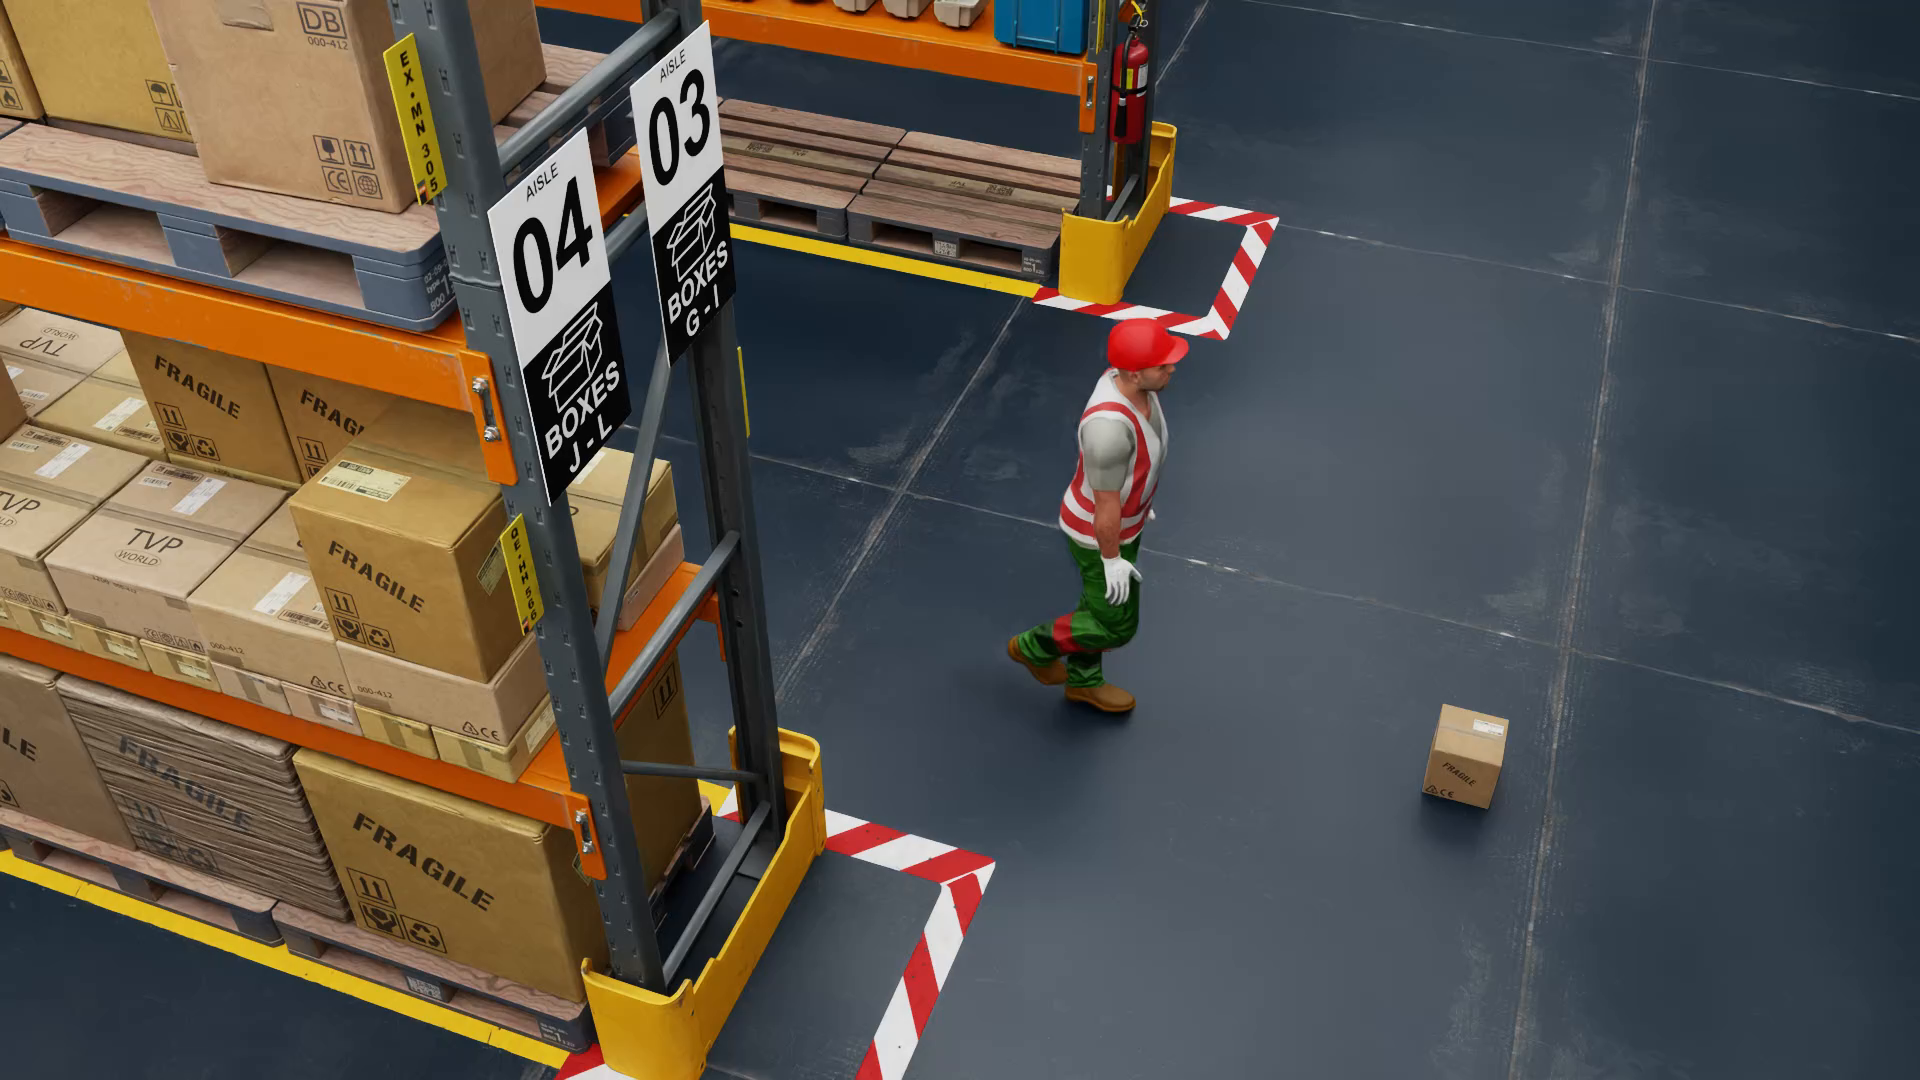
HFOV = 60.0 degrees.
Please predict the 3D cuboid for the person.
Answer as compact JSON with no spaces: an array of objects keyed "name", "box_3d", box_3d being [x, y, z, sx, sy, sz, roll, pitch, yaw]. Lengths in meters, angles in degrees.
[{"name":"person","box_3d":[0.496,-0.076,6.205,0.556,1.784,0.593,14,43,16]}]
